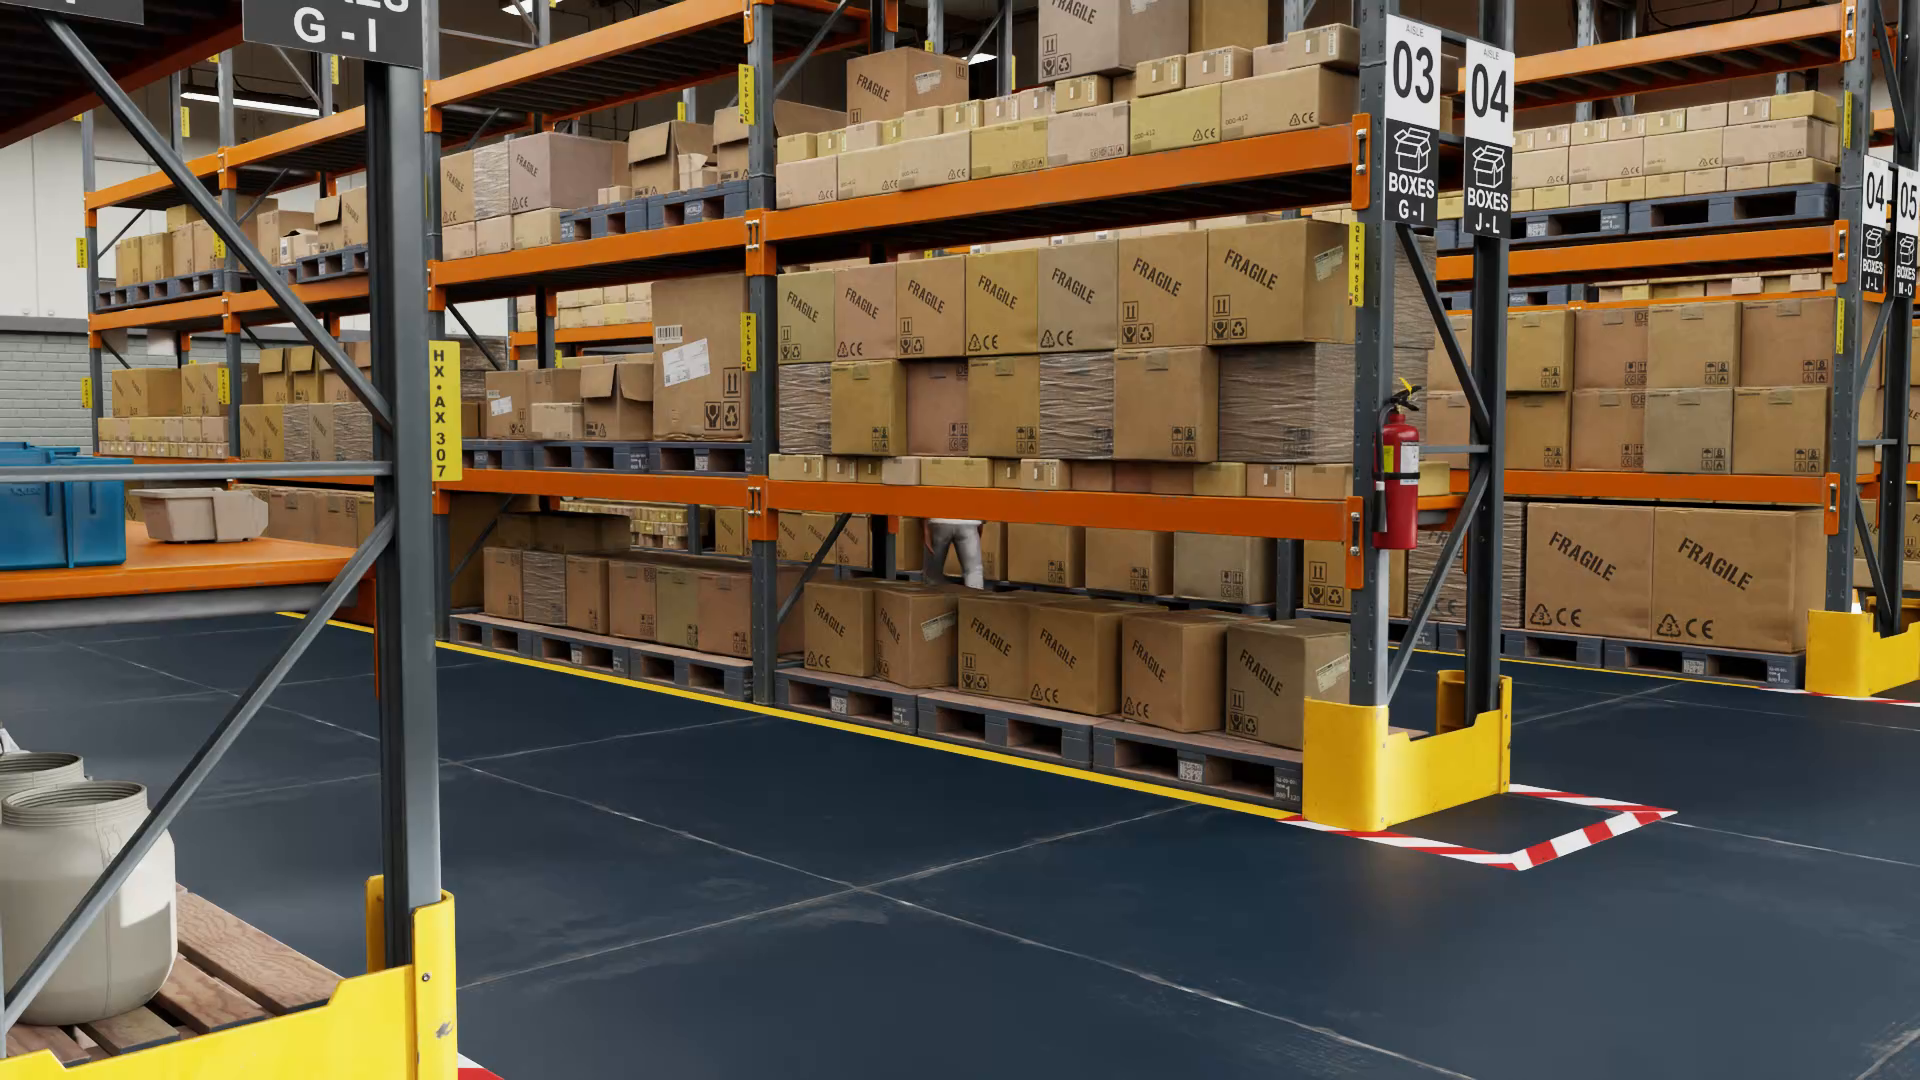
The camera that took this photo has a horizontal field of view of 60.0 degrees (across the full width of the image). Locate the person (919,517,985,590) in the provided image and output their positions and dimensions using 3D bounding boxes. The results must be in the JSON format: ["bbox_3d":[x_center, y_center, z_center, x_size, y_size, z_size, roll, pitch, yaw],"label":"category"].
[{"bbox_3d":[-0.038,-0.099,12.198,0.561,1.731,0.990,-1,4,-8],"label":"person"}]
